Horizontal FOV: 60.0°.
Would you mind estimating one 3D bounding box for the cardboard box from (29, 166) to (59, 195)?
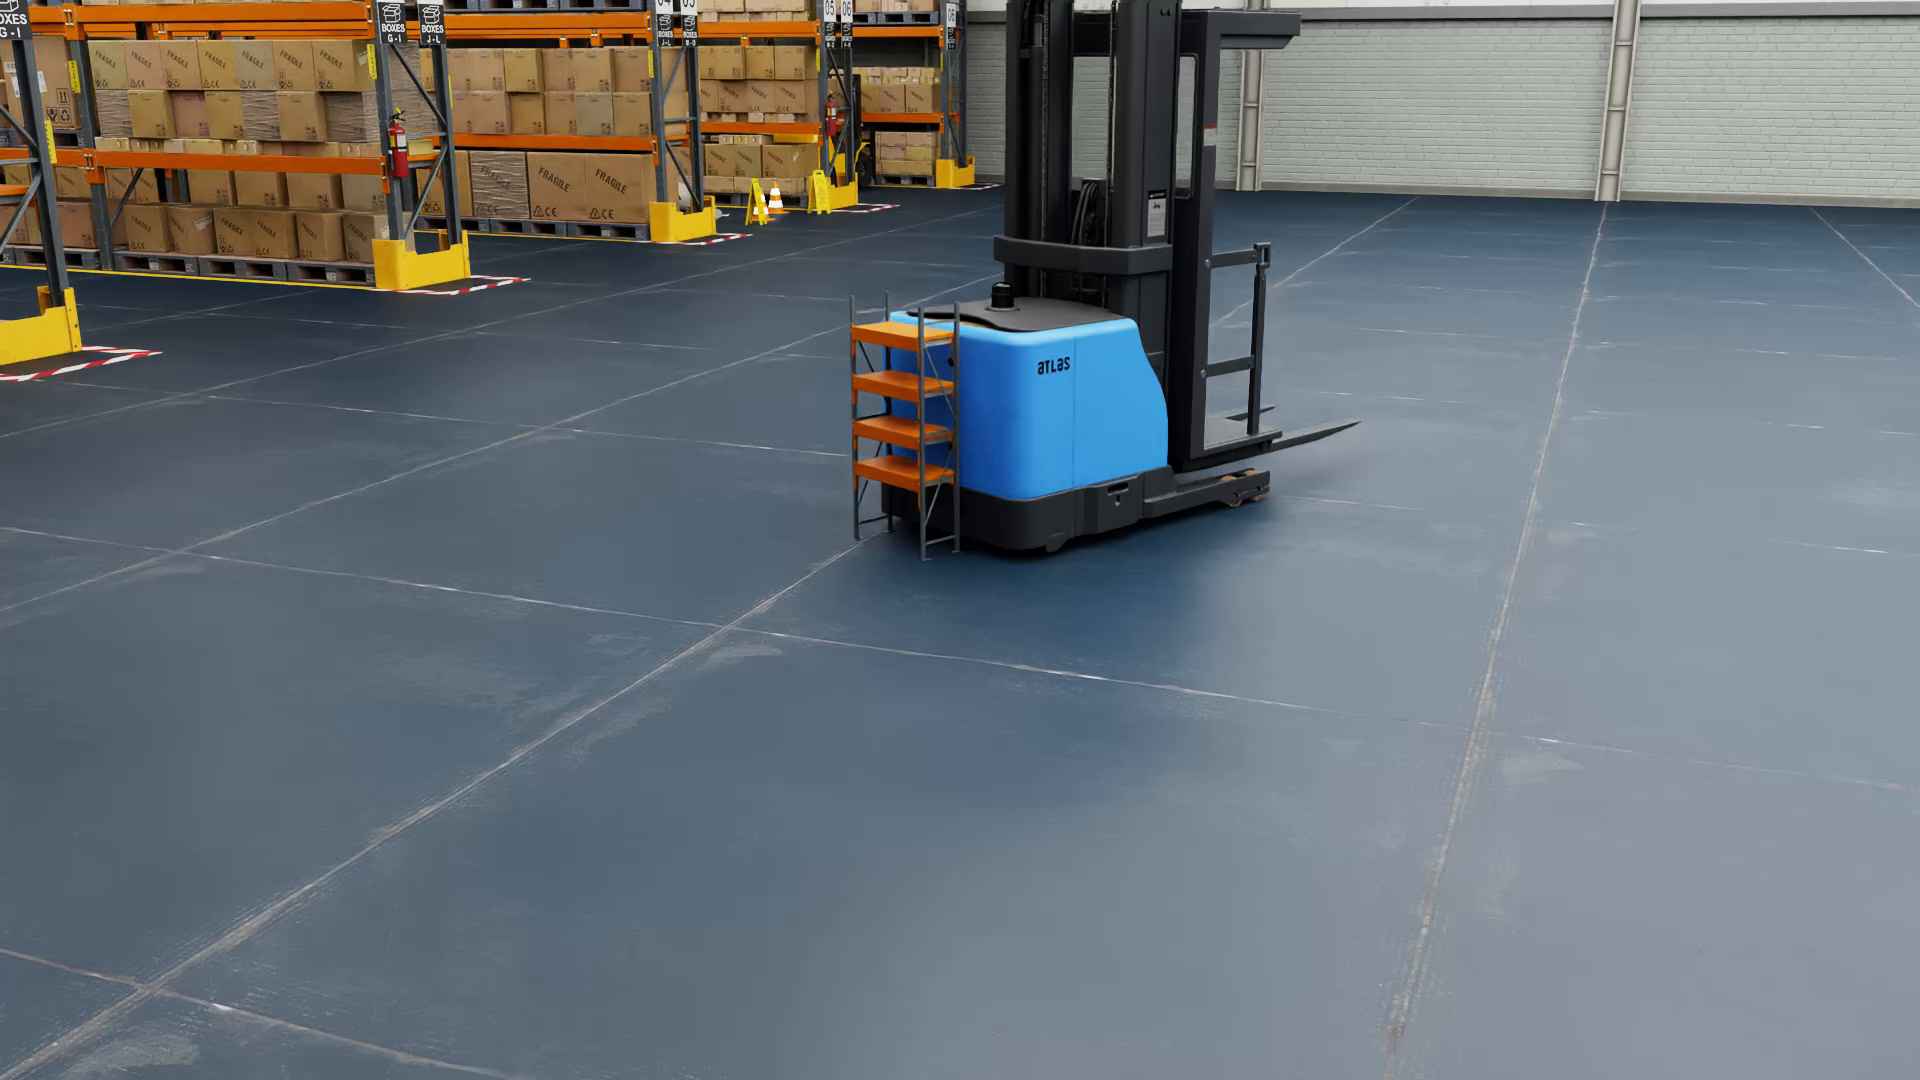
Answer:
[{"bbox_3d":[-13.730,-5.448,25.290,0.500,0.500,0.500,7,18,23],"label":"cardboard box"}]

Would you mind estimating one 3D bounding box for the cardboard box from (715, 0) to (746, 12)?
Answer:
[{"bbox_3d":[-3.454,-8.309,25.769,0.500,0.250,0.500,7,18,22],"label":"cardboard box"}]

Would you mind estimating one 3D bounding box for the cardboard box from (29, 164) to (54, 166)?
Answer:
[{"bbox_3d":[-13.726,-5.808,25.186,0.500,0.250,0.500,7,18,22],"label":"cardboard box"}]

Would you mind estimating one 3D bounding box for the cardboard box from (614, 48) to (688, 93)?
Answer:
[{"bbox_3d":[-3.981,-6.056,21.448,0.550,0.550,0.875,6,17,21],"label":"cardboard box"}]

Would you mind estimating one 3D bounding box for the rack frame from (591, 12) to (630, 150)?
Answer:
[{"bbox_3d":[-5.648,-7.121,27.321,0.127,3.000,1.000,6,17,21],"label":"rack frame"}]

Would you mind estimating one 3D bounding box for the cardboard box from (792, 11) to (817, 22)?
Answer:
[{"bbox_3d":[-2.362,-7.995,25.404,0.250,0.149,0.380,6,17,21],"label":"cardboard box"}]

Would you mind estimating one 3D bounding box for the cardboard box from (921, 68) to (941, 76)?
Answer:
[{"bbox_3d":[-0.520,-8.483,30.139,0.250,0.149,0.380,6,17,21],"label":"cardboard box"}]

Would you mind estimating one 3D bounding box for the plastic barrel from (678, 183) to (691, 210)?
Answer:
[{"bbox_3d":[-4.404,-5.293,25.646,0.512,0.421,0.421,-9,18,-27],"label":"plastic barrel"}]

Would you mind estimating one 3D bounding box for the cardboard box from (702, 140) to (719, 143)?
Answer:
[{"bbox_3d":[-4.051,-6.268,27.216,0.500,0.500,0.500,7,18,24],"label":"cardboard box"}]

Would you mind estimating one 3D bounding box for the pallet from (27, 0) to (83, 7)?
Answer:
[{"bbox_3d":[-9.820,-5.992,18.388,1.003,0.211,1.213,6,17,21],"label":"pallet"}]

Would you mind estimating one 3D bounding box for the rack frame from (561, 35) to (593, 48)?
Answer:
[{"bbox_3d":[-7.552,-8.817,33.166,0.127,3.000,1.000,6,17,21],"label":"rack frame"}]

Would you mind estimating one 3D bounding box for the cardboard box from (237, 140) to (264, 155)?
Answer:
[{"bbox_3d":[-7.338,-4.122,17.444,0.250,0.149,0.380,6,17,21],"label":"cardboard box"}]

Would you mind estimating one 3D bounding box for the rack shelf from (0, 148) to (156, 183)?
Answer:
[{"bbox_3d":[-11.145,-4.410,19.273,4.000,0.370,1.077,6,17,21],"label":"rack shelf"}]

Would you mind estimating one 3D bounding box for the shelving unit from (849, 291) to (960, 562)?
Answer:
[{"bbox_3d":[-0.262,-0.546,7.902,0.258,1.200,0.503,-15,22,-41],"label":"shelving unit"}]

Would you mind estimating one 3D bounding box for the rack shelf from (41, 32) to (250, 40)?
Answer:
[{"bbox_3d":[-14.951,-9.239,30.527,4.000,0.370,1.077,6,17,21],"label":"rack shelf"}]

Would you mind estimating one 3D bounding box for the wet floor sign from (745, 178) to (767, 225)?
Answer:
[{"bbox_3d":[-2.896,-4.797,23.541,0.232,0.644,0.267,3,17,11],"label":"wet floor sign"}]

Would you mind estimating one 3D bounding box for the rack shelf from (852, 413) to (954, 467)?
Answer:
[{"bbox_3d":[-0.262,-0.481,7.920,0.258,0.148,0.480,-15,22,-41],"label":"rack shelf"}]

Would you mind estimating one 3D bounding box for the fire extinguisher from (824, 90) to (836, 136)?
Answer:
[{"bbox_3d":[-1.990,-6.543,25.470,0.183,0.674,0.296,6,17,21],"label":"fire extinguisher"}]

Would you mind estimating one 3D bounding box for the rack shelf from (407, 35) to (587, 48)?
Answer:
[{"bbox_3d":[-9.412,-10.117,33.553,4.000,0.370,1.077,6,17,21],"label":"rack shelf"}]

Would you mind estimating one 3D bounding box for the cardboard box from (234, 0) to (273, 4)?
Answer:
[{"bbox_3d":[-7.044,-5.598,16.965,0.500,0.250,0.500,7,17,22],"label":"cardboard box"}]

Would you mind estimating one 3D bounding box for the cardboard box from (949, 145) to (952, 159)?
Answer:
[{"bbox_3d":[-0.471,-7.222,30.954,0.500,0.250,0.500,7,17,22],"label":"cardboard box"}]

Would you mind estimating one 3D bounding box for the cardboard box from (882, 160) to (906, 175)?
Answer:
[{"bbox_3d":[-1.122,-6.900,30.739,0.500,0.250,0.500,6,17,21],"label":"cardboard box"}]

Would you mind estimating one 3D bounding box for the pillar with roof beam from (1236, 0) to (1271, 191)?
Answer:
[{"bbox_3d":[3.575,-9.455,24.601,0.400,9.000,9.100,6,17,21],"label":"pillar with roof beam"}]

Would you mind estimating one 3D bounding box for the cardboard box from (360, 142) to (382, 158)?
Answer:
[{"bbox_3d":[-5.904,-3.996,17.009,0.250,0.149,0.380,6,17,21],"label":"cardboard box"}]

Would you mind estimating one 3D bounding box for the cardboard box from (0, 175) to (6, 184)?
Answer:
[{"bbox_3d":[-15.033,-5.740,26.393,0.250,0.149,0.380,7,18,23],"label":"cardboard box"}]

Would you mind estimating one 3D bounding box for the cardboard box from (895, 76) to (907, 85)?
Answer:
[{"bbox_3d":[-1.003,-8.382,30.324,0.250,0.149,0.380,7,17,22],"label":"cardboard box"}]

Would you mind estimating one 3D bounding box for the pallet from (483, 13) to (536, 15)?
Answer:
[{"bbox_3d":[-7.150,-8.667,27.604,1.003,0.211,1.213,6,17,21],"label":"pallet"}]

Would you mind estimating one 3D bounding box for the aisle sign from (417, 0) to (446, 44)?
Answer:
[{"bbox_3d":[-5.396,-5.461,16.942,0.004,0.787,0.394,6,17,21],"label":"aisle sign"}]

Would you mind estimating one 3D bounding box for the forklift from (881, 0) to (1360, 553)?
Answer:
[{"bbox_3d":[1.021,-1.673,8.681,3.031,2.935,1.130,-15,22,-41],"label":"forklift"}]

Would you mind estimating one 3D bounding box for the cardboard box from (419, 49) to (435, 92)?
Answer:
[{"bbox_3d":[-7.040,-6.370,22.531,0.550,0.550,0.875,6,17,21],"label":"cardboard box"}]

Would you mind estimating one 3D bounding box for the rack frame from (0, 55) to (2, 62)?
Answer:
[{"bbox_3d":[-14.813,-6.645,25.682,0.127,3.000,1.000,6,17,21],"label":"rack frame"}]

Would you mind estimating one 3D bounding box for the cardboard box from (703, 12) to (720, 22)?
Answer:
[{"bbox_3d":[-3.807,-8.141,25.906,0.250,0.149,0.380,6,17,20],"label":"cardboard box"}]

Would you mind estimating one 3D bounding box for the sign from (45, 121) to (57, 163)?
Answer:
[{"bbox_3d":[-7.175,-3.132,13.085,0.005,0.325,0.100,6,17,21],"label":"sign"}]

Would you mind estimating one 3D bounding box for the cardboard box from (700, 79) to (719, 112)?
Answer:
[{"bbox_3d":[-3.926,-7.048,26.357,0.500,0.500,0.500,6,17,21],"label":"cardboard box"}]

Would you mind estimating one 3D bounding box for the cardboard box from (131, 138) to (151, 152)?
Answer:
[{"bbox_3d":[-8.724,-4.282,17.995,0.250,0.149,0.380,6,17,21],"label":"cardboard box"}]

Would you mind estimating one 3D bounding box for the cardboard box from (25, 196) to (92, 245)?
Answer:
[{"bbox_3d":[-10.285,-3.683,19.175,0.500,0.500,0.700,6,17,20],"label":"cardboard box"}]

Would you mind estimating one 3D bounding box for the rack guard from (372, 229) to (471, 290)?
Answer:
[{"bbox_3d":[-5.634,-2.949,17.433,0.348,0.500,1.175,6,17,21],"label":"rack guard"}]

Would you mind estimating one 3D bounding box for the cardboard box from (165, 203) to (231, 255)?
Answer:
[{"bbox_3d":[-8.392,-3.444,18.386,0.500,0.500,0.500,13,21,38],"label":"cardboard box"}]

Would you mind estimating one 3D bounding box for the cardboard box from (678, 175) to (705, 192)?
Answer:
[{"bbox_3d":[-4.203,-5.766,26.834,0.500,0.250,0.500,6,17,20],"label":"cardboard box"}]

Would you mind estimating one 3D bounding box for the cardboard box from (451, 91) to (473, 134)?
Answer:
[{"bbox_3d":[-6.503,-5.813,22.549,0.550,0.550,0.875,6,17,21],"label":"cardboard box"}]

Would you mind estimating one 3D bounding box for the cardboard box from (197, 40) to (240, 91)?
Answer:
[{"bbox_3d":[-7.559,-4.959,17.369,0.500,0.500,0.500,6,17,21],"label":"cardboard box"}]

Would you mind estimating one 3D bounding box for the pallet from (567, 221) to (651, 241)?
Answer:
[{"bbox_3d":[-4.422,-4.140,22.054,1.213,0.211,1.003,6,17,21],"label":"pallet"}]

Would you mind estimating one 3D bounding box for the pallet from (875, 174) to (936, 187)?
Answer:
[{"bbox_3d":[-0.836,-6.727,30.968,1.213,0.211,1.003,6,17,21],"label":"pallet"}]

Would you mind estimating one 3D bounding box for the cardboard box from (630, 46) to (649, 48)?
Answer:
[{"bbox_3d":[-4.852,-7.632,26.578,0.500,0.500,0.700,6,17,21],"label":"cardboard box"}]

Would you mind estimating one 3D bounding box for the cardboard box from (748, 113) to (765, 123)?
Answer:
[{"bbox_3d":[-3.111,-6.621,26.051,0.250,0.149,0.380,7,17,22],"label":"cardboard box"}]

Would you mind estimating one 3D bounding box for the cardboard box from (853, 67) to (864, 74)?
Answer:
[{"bbox_3d":[-1.949,-8.639,30.675,0.250,0.149,0.380,7,17,21],"label":"cardboard box"}]

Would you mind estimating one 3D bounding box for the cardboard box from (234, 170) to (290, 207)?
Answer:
[{"bbox_3d":[-9.744,-5.183,23.928,0.750,0.750,1.050,7,17,21],"label":"cardboard box"}]

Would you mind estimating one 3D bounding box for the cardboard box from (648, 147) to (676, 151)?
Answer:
[{"bbox_3d":[-4.696,-6.180,26.914,0.500,0.500,0.500,7,18,23],"label":"cardboard box"}]

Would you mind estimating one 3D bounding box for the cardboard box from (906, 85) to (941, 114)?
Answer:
[{"bbox_3d":[-0.664,-8.029,30.272,0.500,0.500,0.500,6,17,19],"label":"cardboard box"}]

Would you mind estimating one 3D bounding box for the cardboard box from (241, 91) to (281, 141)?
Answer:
[{"bbox_3d":[-7.024,-4.478,17.505,0.500,0.500,0.875,6,17,21],"label":"cardboard box"}]

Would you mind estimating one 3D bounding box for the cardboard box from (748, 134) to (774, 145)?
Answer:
[{"bbox_3d":[-3.134,-6.299,26.160,0.250,0.149,0.380,7,18,22],"label":"cardboard box"}]
